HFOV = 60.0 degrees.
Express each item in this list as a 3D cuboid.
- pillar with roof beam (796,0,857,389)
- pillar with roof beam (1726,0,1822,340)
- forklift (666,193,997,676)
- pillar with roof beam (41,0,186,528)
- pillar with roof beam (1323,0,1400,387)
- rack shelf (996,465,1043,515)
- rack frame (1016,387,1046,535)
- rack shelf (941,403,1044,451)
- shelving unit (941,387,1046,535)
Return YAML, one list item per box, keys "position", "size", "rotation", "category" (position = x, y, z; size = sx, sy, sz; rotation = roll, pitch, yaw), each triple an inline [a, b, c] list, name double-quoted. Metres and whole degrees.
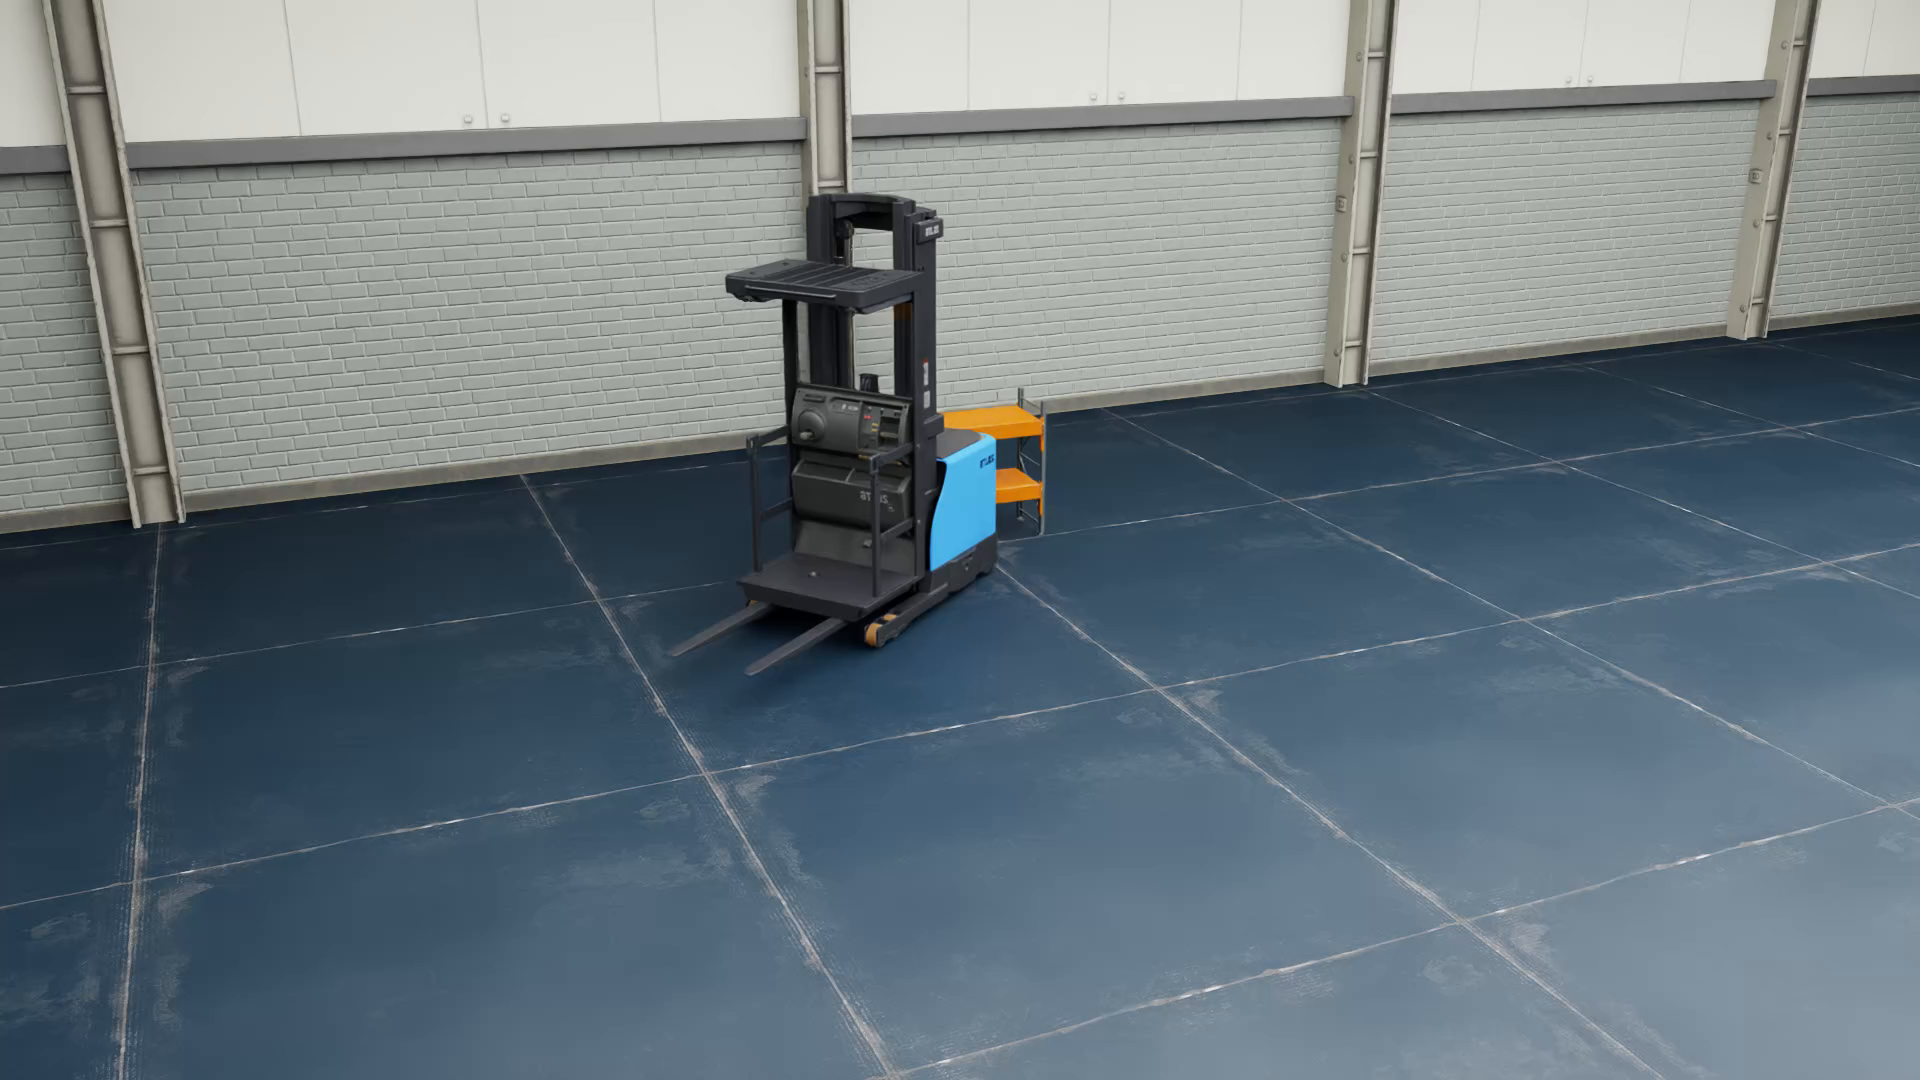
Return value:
- position: [0.475, -3.892, 11.025]
  size: [0.400, 9.000, 9.100]
  rotation: [-8, 21, -22]
  category: "pillar with roof beam"
- position: [11.494, -5.470, 15.508]
  size: [0.400, 9.000, 9.100]
  rotation: [-8, 21, -22]
  category: "pillar with roof beam"
- position: [-0.871, -0.816, 11.427]
  size: [1.130, 2.935, 3.031]
  rotation: [10, 22, 27]
  category: "forklift"
- position: [-5.034, -3.102, 8.783]
  size: [0.400, 9.000, 9.100]
  rotation: [-8, 21, -22]
  category: "pillar with roof beam"
- position: [5.985, -4.681, 13.267]
  size: [0.400, 9.000, 9.100]
  rotation: [-8, 21, -22]
  category: "pillar with roof beam"
- position: [0.113, -0.358, 13.582]
  size: [1.000, 0.278, 0.538]
  rotation: [-8, 21, -20]
  category: "rack shelf"
- position: [0.585, -0.651, 13.678]
  size: [0.032, 1.125, 0.500]
  rotation: [-8, 21, -20]
  category: "rack frame"
- position: [0.113, -0.865, 13.404]
  size: [1.000, 0.278, 0.538]
  rotation: [-8, 21, -20]
  category: "rack shelf"
- position: [0.113, -0.589, 13.501]
  size: [1.048, 1.125, 0.538]
  rotation: [-8, 21, -20]
  category: "shelving unit"
